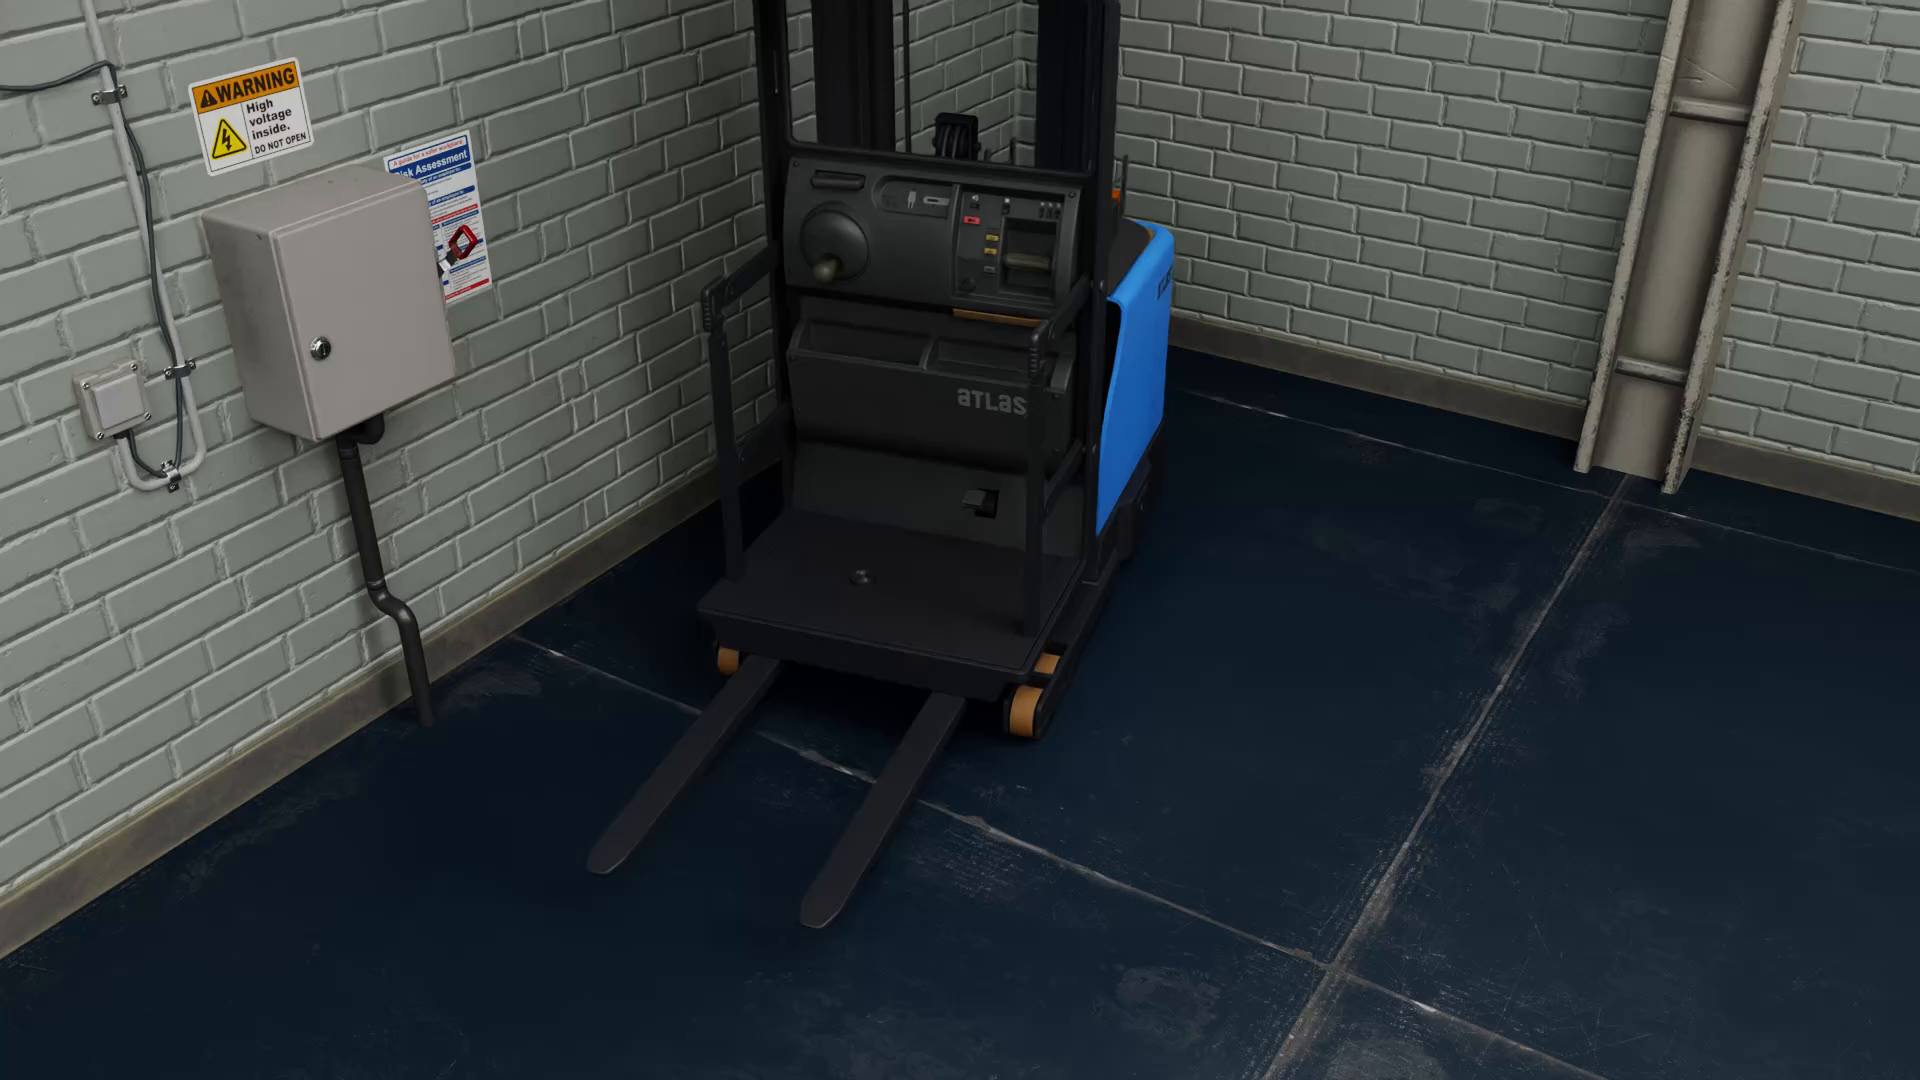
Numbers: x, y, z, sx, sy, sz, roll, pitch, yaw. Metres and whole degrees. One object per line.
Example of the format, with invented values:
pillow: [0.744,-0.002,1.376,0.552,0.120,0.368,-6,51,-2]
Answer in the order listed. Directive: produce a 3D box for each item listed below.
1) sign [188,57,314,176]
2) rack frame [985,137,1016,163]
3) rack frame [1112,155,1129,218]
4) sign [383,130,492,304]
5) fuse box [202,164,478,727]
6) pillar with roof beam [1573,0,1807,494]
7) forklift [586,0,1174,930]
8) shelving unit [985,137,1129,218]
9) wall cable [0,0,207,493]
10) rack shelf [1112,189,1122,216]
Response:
sign: [-1.853,-1.113,4.361,0.001,0.242,0.339,18,35,27]
rack frame: [0.145,-1.025,6.803,0.015,1.200,0.240,15,31,24]
rack frame: [0.574,-0.908,6.603,0.015,1.200,0.240,15,31,24]
sign: [-1.561,-0.949,4.995,0.001,0.494,0.329,18,35,27]
fuse box: [-1.648,-0.167,4.839,0.414,1.711,0.539,18,35,27]
pillar with roof beam: [0.442,-2.346,1.342,0.400,9.000,9.100,18,35,27]
forklift: [-0.164,-0.879,4.848,1.130,2.935,3.031,10,32,17]
shelving unit: [0.360,-0.967,6.703,0.503,1.200,0.258,15,31,24]
wall cable: [-2.144,-0.914,3.831,0.122,1.984,0.588,18,35,27]
rack shelf: [0.369,-1.314,6.521,0.480,0.148,0.258,15,31,24]
